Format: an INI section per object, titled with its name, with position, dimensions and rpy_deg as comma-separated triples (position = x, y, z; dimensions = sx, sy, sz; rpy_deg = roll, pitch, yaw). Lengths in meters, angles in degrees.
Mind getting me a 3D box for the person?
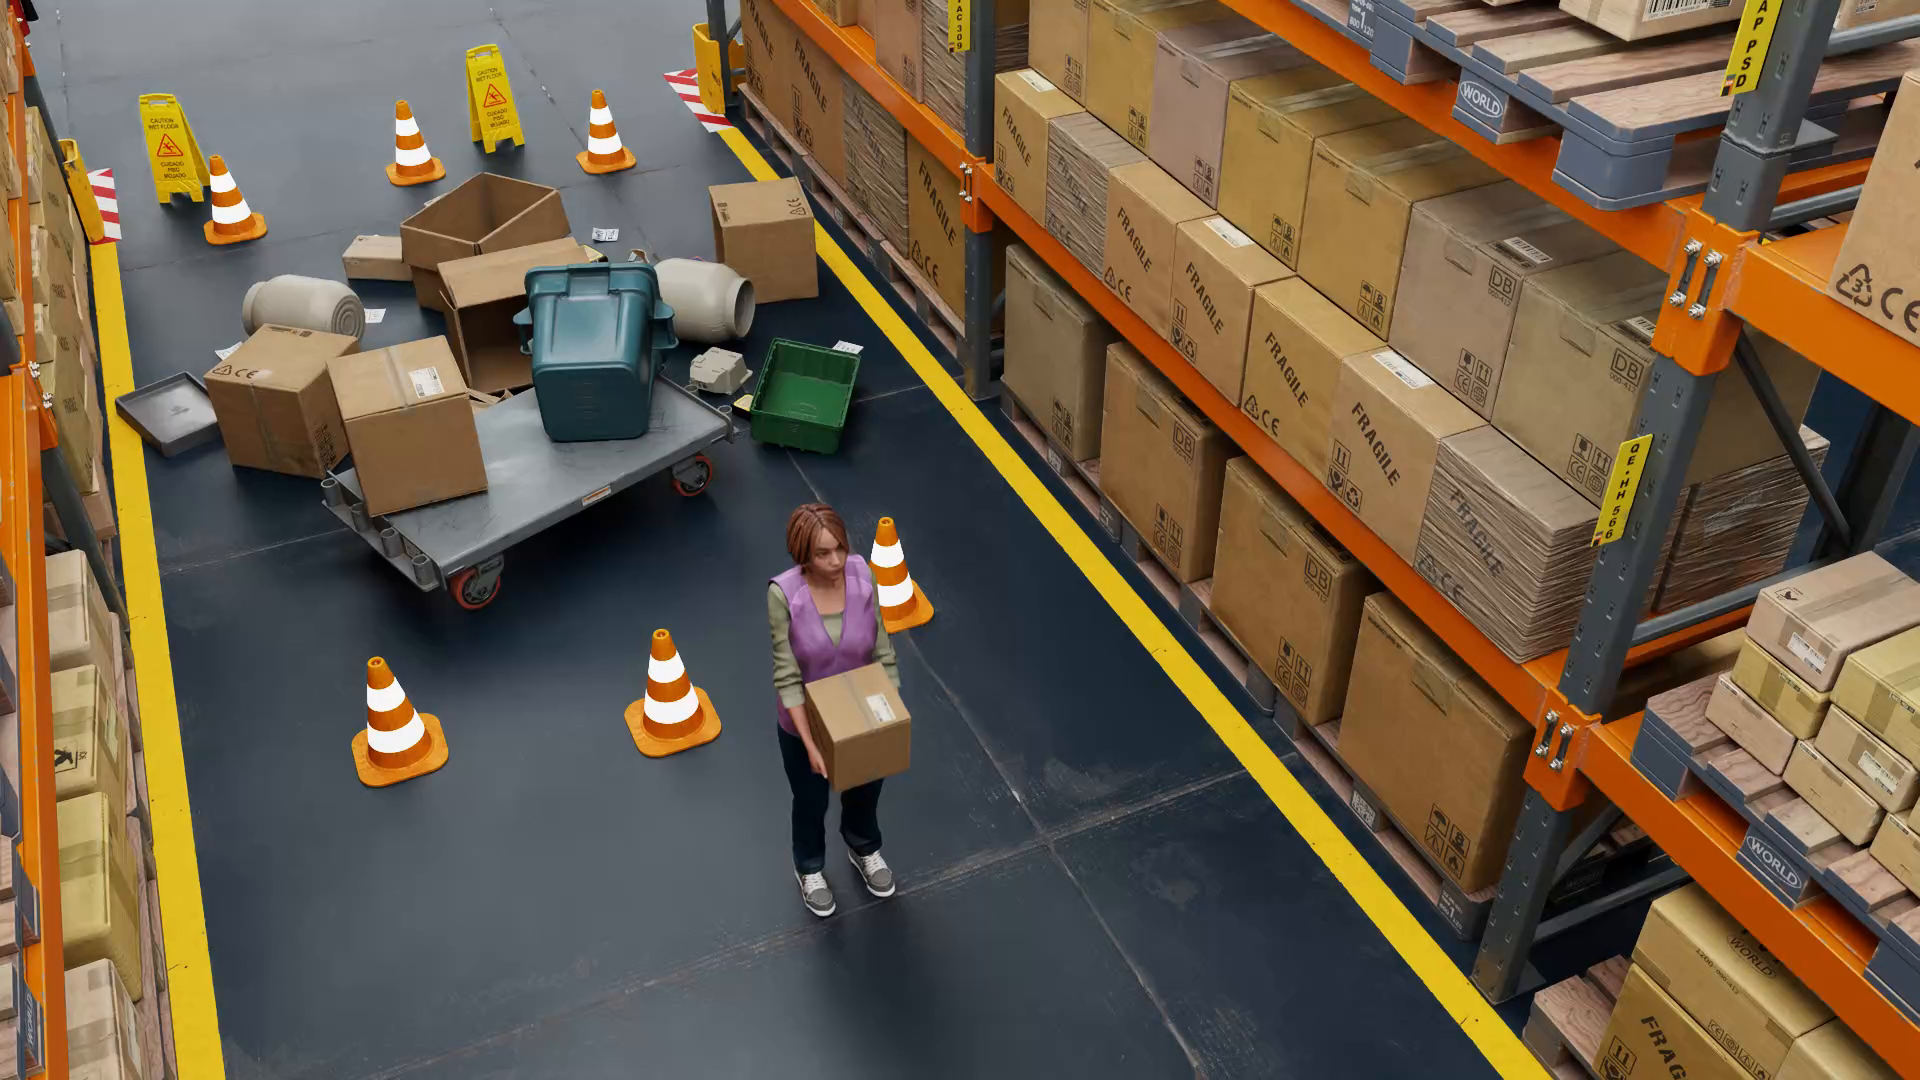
[person]
position = -0.386, 0.614, 5.373
dimensions = 0.405, 1.589, 0.492
rpy_deg = -16, 40, -19
